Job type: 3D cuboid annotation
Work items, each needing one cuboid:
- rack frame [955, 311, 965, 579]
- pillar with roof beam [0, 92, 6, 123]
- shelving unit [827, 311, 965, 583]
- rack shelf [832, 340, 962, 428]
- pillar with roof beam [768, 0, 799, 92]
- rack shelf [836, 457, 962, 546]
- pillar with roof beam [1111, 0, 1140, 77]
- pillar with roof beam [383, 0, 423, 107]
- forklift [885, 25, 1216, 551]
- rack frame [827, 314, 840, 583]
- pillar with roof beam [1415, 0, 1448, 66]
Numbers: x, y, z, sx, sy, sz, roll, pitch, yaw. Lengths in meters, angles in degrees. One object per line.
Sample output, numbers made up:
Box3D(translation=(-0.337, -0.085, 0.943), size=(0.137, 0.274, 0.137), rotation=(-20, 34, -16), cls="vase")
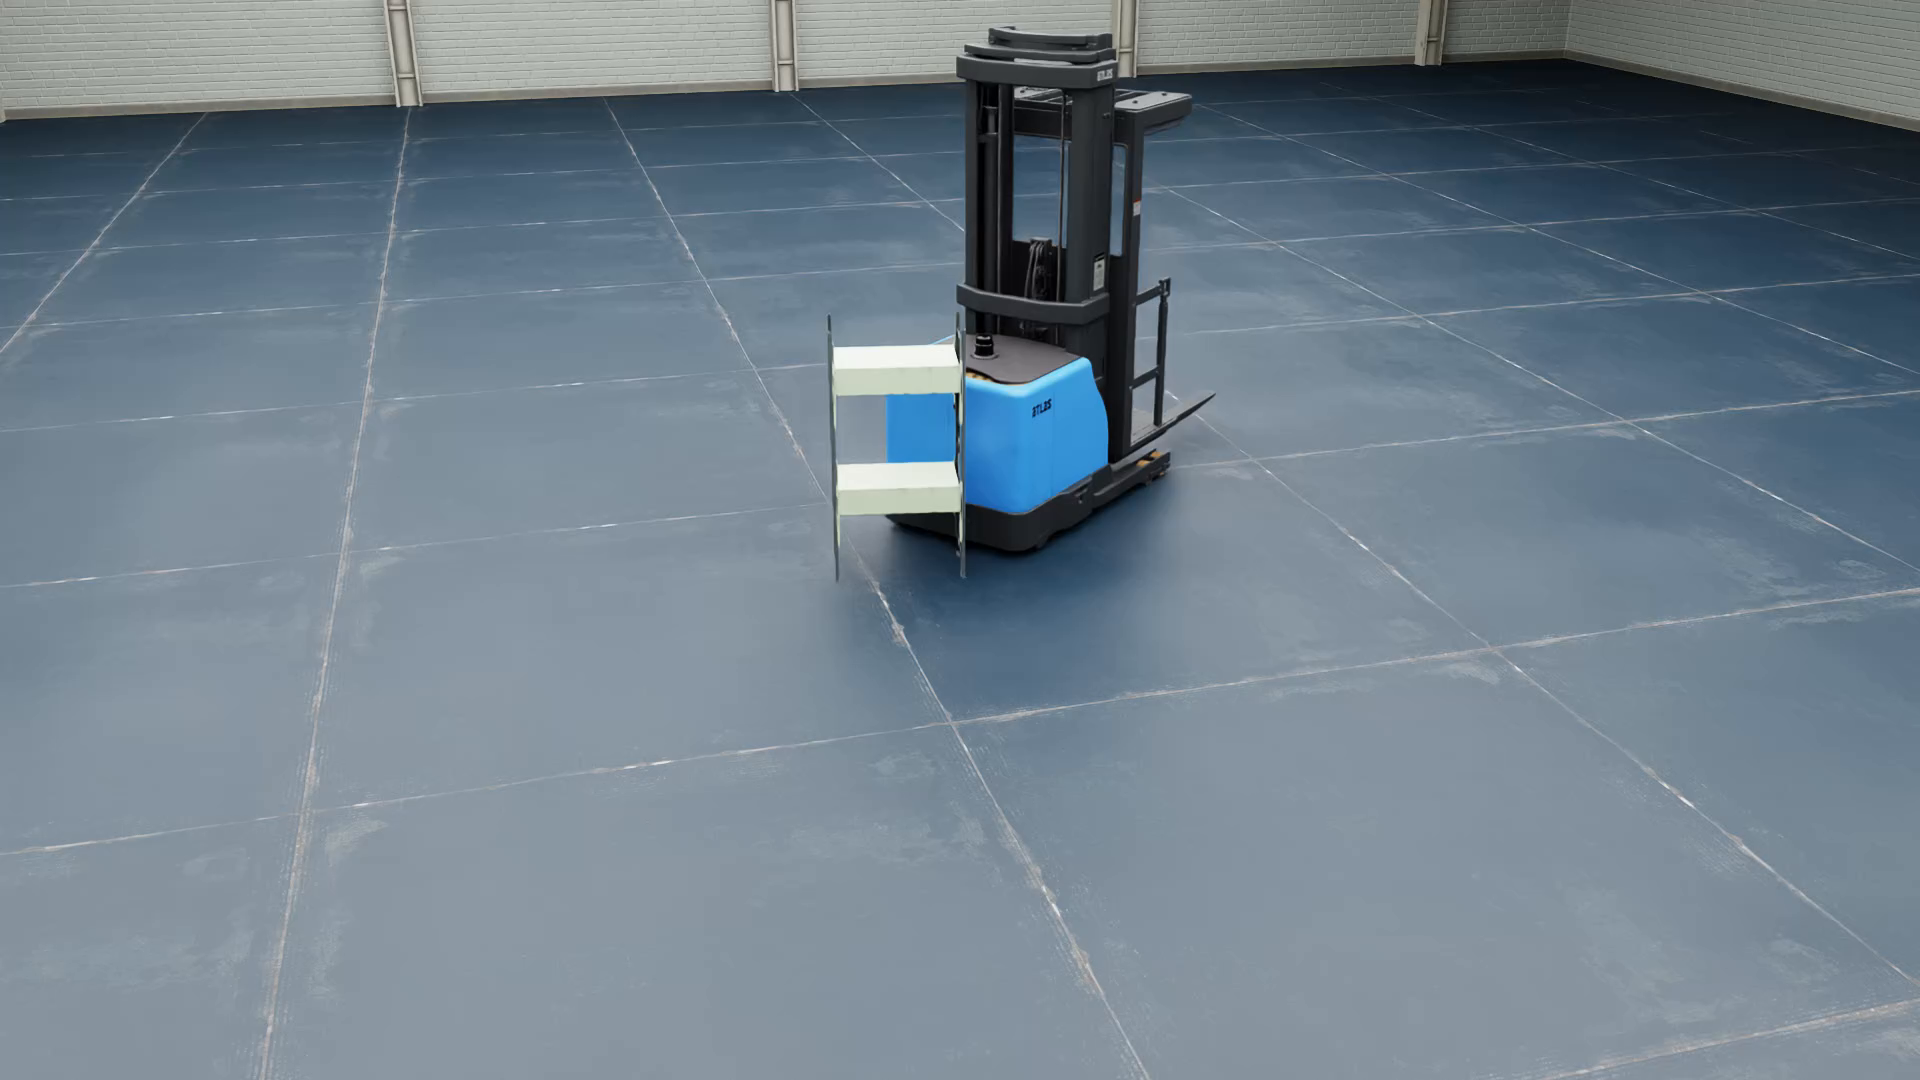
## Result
Box3D(translation=(0.002, -0.540, 9.607), size=(0.023, 1.500, 0.400), rotation=(-2, 23, -4), cls="rack frame")
Box3D(translation=(-13.304, -8.738, 19.202), size=(0.400, 9.000, 9.100), rotation=(-6, 24, -14), cls="pillar with roof beam")
Box3D(translation=(-0.363, -0.528, 9.578), size=(0.755, 1.500, 0.431), rotation=(-2, 23, -4), cls="shelving unit")
Box3D(translation=(-0.363, -0.887, 9.425), size=(0.720, 0.370, 0.431), rotation=(-2, 23, -4), cls="rack shelf")
Box3D(translation=(-1.750, -10.016, 22.180), size=(0.400, 9.000, 9.100), rotation=(-6, 24, -14), cls="pillar with roof beam")
Box3D(translation=(-0.363, -0.228, 9.707), size=(0.720, 0.370, 0.431), rotation=(-2, 23, -4), cls="rack shelf")
Box3D(translation=(4.027, -10.655, 23.670), size=(0.400, 9.000, 9.100), rotation=(-6, 24, -14), cls="pillar with roof beam")
Box3D(translation=(-7.527, -9.377, 20.691), size=(0.400, 9.000, 9.100), rotation=(-6, 24, -14), cls="pillar with roof beam")
Box3D(translation=(0.766, -1.808, 10.746), size=(1.130, 2.935, 3.031), rotation=(15, 27, 31), cls="forklift")
Box3D(translation=(-0.727, -0.516, 9.550), size=(0.023, 1.500, 0.400), rotation=(-2, 23, -4), cls="rack frame")
Box3D(translation=(9.804, -11.294, 25.159), size=(0.400, 9.000, 9.100), rotation=(-6, 24, -14), cls="pillar with roof beam")
